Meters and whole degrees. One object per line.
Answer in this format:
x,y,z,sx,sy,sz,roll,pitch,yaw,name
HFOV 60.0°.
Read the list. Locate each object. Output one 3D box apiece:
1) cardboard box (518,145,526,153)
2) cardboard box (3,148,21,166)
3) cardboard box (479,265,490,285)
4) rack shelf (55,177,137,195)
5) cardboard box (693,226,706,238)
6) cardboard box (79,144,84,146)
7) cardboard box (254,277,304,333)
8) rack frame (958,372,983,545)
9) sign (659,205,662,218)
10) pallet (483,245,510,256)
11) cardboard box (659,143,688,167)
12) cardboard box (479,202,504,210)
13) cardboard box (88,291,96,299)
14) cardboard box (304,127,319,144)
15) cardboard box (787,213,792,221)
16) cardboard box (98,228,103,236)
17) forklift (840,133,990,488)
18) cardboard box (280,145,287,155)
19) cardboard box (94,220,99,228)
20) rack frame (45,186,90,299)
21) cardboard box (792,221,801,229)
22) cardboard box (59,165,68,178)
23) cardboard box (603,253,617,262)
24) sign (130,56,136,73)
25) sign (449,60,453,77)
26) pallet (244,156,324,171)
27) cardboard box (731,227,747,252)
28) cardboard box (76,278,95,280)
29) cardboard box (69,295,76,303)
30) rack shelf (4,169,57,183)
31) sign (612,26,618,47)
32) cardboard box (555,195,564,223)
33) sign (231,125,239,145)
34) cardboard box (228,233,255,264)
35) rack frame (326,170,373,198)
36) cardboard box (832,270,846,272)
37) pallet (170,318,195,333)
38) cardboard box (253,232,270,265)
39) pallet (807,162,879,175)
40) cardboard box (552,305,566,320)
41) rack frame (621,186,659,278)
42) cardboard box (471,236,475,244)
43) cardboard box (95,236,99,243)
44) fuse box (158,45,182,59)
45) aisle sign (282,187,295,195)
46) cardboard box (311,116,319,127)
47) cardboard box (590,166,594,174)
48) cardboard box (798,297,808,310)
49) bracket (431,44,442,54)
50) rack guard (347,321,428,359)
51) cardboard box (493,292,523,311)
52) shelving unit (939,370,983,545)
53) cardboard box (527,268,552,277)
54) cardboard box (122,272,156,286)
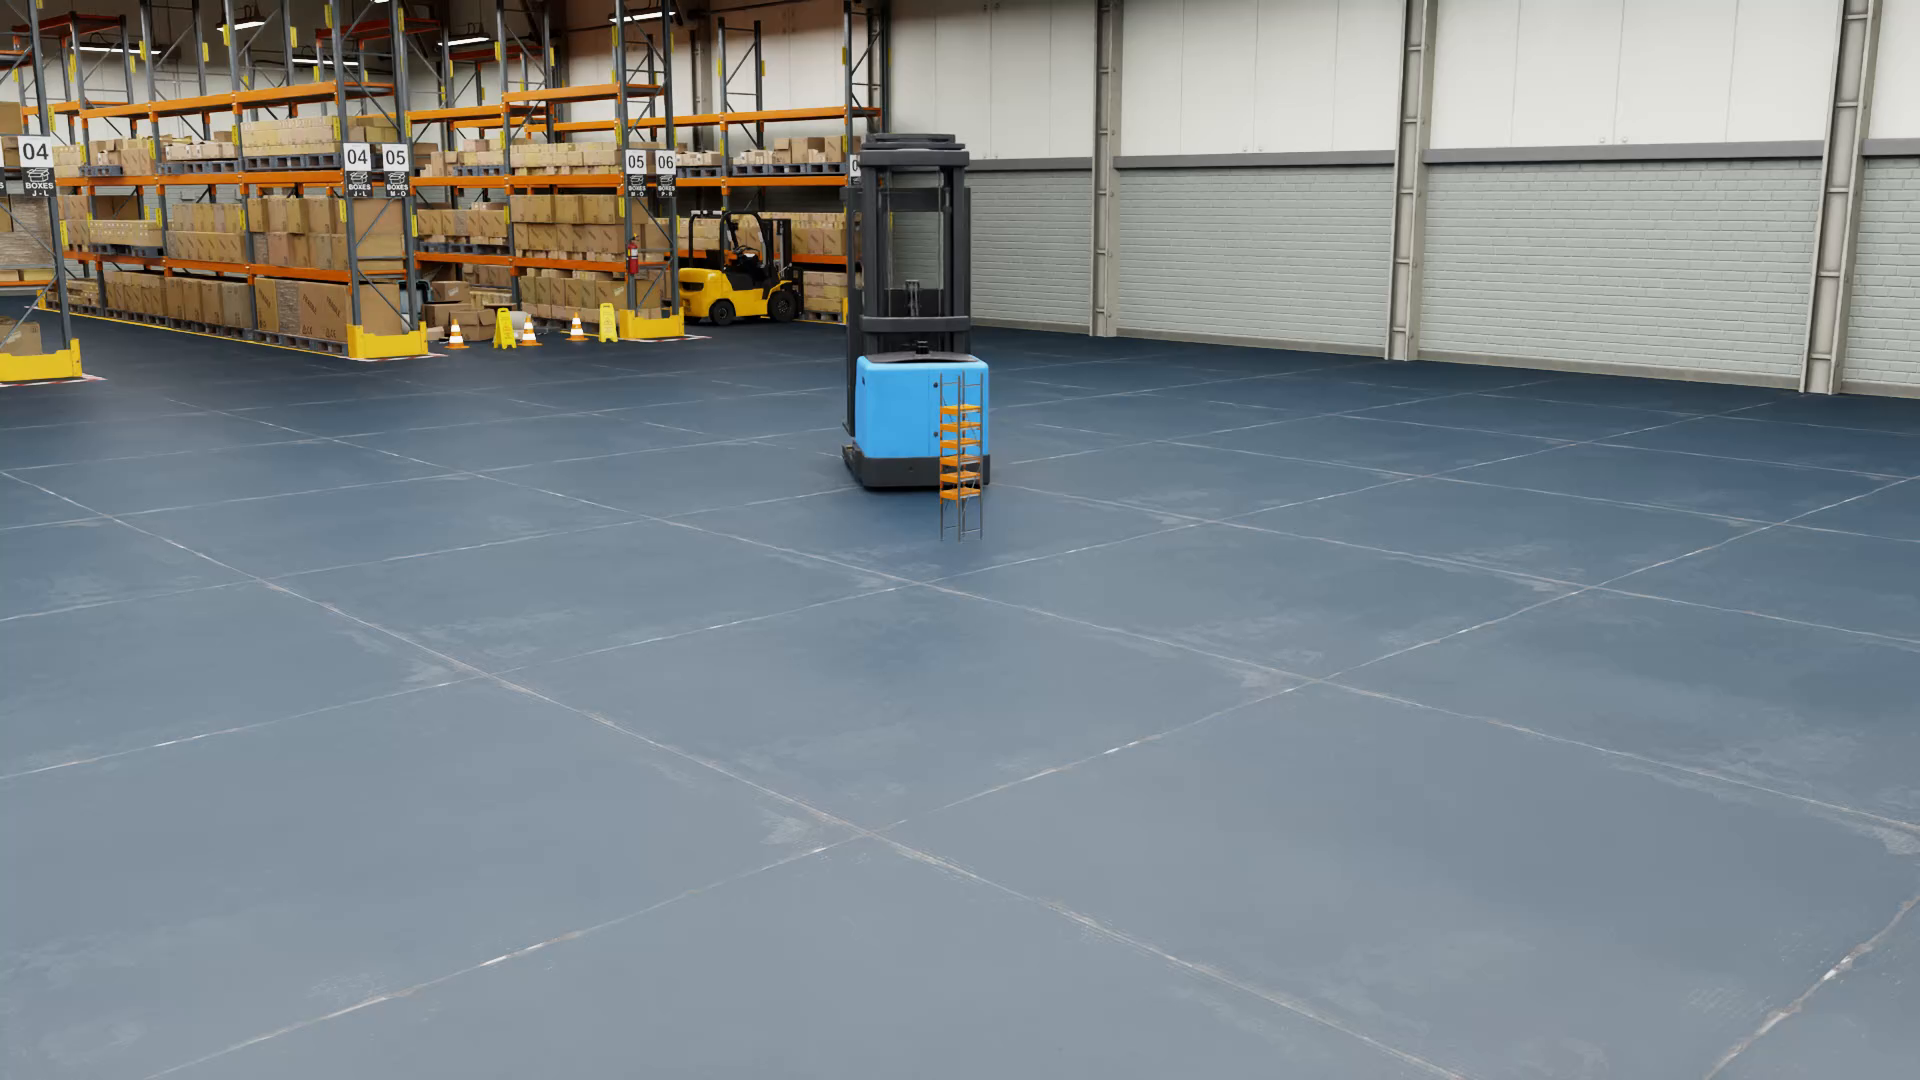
-7.942,-7.231,30.789,0.380,0.149,0.250,-10,15,-41,cardboard box
-12.675,-5.157,22.447,0.500,0.250,0.500,-10,15,-41,cardboard box
-11.908,-6.812,42.696,0.700,0.500,0.500,-10,15,-40,cardboard box
-18.540,-7.492,35.189,1.077,0.370,4.000,-11,16,-43,rack shelf
-5.421,-6.594,35.614,0.500,0.250,0.500,11,16,44,cardboard box
-17.573,-7.926,33.661,0.250,0.149,0.380,11,16,43,cardboard box
-11.251,-3.979,28.015,0.875,0.875,0.875,-11,16,-42,cardboard box
0.073,-0.572,11.715,0.240,1.200,0.006,-11,16,-43,rack frame
-6.900,-7.541,38.210,0.100,0.325,0.005,-11,16,-43,sign
-8.547,-5.658,32.414,1.003,0.211,1.213,-11,16,-43,pallet
-6.272,-8.380,36.184,0.500,0.500,0.500,-10,16,-41,cardboard box
-9.092,-6.473,32.261,0.250,0.149,0.380,11,16,43,cardboard box
-17.803,-5.077,34.409,0.250,0.149,0.380,11,16,42,cardboard box
-9.757,-6.233,25.645,0.500,0.250,0.500,-11,16,-42,cardboard box
-3.238,-6.487,33.370,0.380,0.149,0.250,-11,16,-42,cardboard box
-16.861,-6.114,33.001,0.380,0.149,0.250,-10,16,-41,cardboard box
-0.486,-2.116,14.917,1.130,2.935,3.031,-2,12,-9,forklift
-10.579,-6.194,26.440,0.380,0.149,0.250,-11,16,-42,cardboard box
-17.023,-6.295,33.142,0.380,0.149,0.250,-10,16,-41,cardboard box
-19.922,-6.667,36.836,1.000,3.000,0.127,-11,16,-43,rack frame
-3.120,-6.290,33.154,0.380,0.149,0.250,-11,16,-42,cardboard box
-18.381,-7.661,34.601,0.500,0.250,0.500,-11,16,-43,cardboard box
-6.030,-4.959,29.172,0.380,0.149,0.250,-11,16,-43,cardboard box
-16.762,-9.634,33.666,0.100,0.325,0.005,-11,16,-43,sign
-10.501,-9.715,34.255,0.100,0.325,0.005,-11,16,-43,sign
-11.077,-6.220,27.455,1.003,0.211,1.213,-11,16,-43,pallet
-4.419,-6.260,34.614,0.500,0.500,0.500,11,16,44,cardboard box
-19.241,-5.681,36.601,0.380,0.149,0.250,-10,16,-41,cardboard box
-18.713,-5.131,35.407,0.380,0.149,0.250,-11,16,-43,cardboard box
-13.910,-5.064,23.405,1.077,0.370,4.000,-11,16,-43,rack shelf
-5.777,-8.435,27.845,0.100,0.325,0.005,-11,16,-43,sign
-6.887,-5.992,30.097,0.700,0.500,0.500,-11,16,-43,cardboard box
-12.020,-6.715,27.575,0.100,0.325,0.005,-11,16,-43,sign
-12.188,-5.003,28.514,0.500,0.500,0.500,-11,16,-43,cardboard box
-13.649,-6.787,37.422,1.000,3.000,0.127,-11,16,-43,rack frame
-2.317,-5.246,33.236,0.500,0.250,0.500,-11,16,-42,cardboard box
-13.907,-4.008,30.841,1.003,0.211,1.213,-11,16,-43,pallet
-11.371,-4.937,28.067,0.875,0.550,0.550,-11,16,-43,cardboard box
-2.244,-7.261,32.506,1.003,0.211,1.213,-11,16,-43,pallet
-7.167,-4.202,30.645,0.500,0.250,0.500,-11,16,-43,cardboard box
-7.299,-6.896,37.949,1.000,3.000,0.127,-11,16,-43,rack frame
-9.373,-5.890,32.648,0.380,0.149,0.250,-11,16,-43,cardboard box
-17.024,-6.004,33.203,0.380,0.149,0.250,-11,16,-42,cardboard box
-20.487,-12.657,43.116,0.513,0.334,0.176,-11,16,-43,fuse box
-16.237,-8.698,40.254,0.394,0.787,0.004,-11,16,-43,aisle sign
-9.699,-6.399,25.460,0.380,0.149,0.250,-11,16,-42,cardboard box
-6.292,-6.517,29.298,0.380,0.149,0.250,-11,16,-42,cardboard box
-3.003,-4.760,33.355,0.500,0.250,0.500,-11,16,-42,cardboard box
-14.004,-13.174,44.633,0.235,0.232,0.430,-11,16,-43,bracket
-8.856,-3.104,25.737,1.175,0.500,0.348,-11,16,-43,rack guard
-8.488,-4.615,32.348,0.950,0.372,0.625,-11,16,-42,cardboard box
0.010,-0.586,11.780,0.258,1.200,0.189,-11,16,-43,shelving unit
-7.869,-5.013,31.119,0.380,0.149,0.250,-11,16,-42,cardboard box
-16.121,-5.134,32.695,0.500,0.250,0.500,-10,15,-40,cardboard box
